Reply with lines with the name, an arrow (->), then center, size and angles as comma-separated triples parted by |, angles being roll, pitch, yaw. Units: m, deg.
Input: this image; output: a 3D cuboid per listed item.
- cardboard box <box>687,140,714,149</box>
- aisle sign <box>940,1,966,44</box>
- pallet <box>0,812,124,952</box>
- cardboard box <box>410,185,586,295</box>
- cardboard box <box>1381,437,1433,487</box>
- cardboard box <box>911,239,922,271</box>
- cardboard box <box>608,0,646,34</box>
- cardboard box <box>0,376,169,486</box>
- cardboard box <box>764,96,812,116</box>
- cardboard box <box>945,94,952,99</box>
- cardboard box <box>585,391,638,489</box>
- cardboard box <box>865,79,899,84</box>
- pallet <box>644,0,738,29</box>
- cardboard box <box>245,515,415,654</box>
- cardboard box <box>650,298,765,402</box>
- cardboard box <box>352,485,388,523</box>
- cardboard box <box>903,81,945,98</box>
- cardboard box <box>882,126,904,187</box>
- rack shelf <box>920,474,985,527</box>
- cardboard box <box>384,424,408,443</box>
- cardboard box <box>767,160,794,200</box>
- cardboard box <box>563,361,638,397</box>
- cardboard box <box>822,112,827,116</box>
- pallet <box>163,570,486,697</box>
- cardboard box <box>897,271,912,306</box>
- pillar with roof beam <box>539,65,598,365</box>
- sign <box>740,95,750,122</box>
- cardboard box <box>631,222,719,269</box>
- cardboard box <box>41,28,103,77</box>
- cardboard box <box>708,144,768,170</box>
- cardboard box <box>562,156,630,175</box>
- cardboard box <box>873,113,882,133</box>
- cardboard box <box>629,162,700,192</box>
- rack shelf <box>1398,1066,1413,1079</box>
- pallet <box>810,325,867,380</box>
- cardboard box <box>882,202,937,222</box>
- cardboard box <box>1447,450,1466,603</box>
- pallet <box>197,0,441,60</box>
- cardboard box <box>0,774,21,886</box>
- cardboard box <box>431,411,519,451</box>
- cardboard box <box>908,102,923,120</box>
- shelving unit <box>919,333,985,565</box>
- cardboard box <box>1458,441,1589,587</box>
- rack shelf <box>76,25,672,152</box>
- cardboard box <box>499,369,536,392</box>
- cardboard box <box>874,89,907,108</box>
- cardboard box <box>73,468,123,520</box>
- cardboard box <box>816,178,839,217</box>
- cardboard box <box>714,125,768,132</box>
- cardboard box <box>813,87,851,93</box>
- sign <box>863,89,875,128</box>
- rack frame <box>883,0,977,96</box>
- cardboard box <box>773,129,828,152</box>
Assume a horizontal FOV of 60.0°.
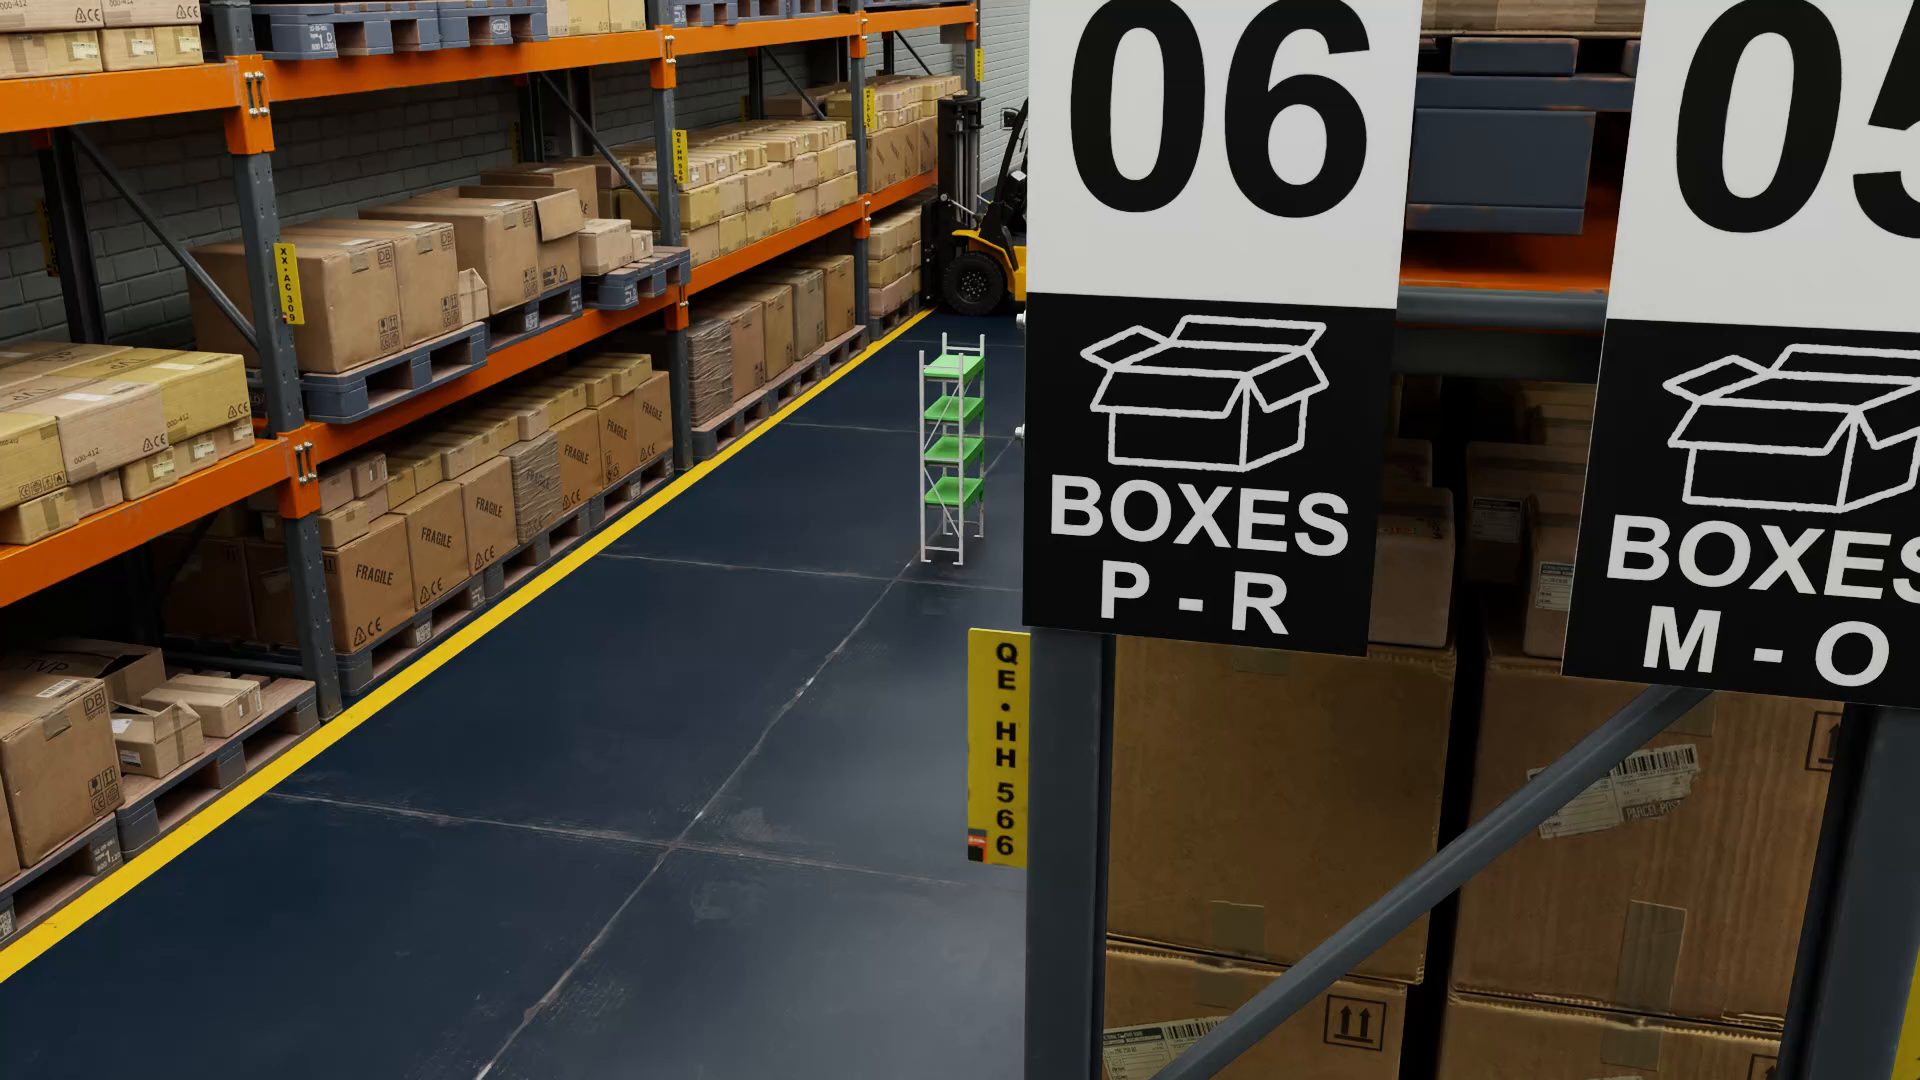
cardboard box -> -2.038, -2.878, 12.315 | 0.380, 0.149, 0.250 | 5, 20, 15
aisle sign -> -0.022, -5.658, 17.591 | 0.394, 0.787, 0.004 | 5, 19, 13
pallet -> -3.720, 1.249, 5.705 | 1.003, 0.211, 1.213 | 5, 19, 13
cardboard box -> -2.497, -1.645, 9.053 | 0.797, 0.503, 0.637 | 4, 19, 12
cardboard box -> 0.514, -0.062, 2.524 | 0.380, 0.149, 0.250 | 5, 19, 14
cardboard box -> -0.628, -2.753, 15.938 | 0.500, 0.250, 0.500 | 4, 19, 13
cardboard box -> -2.168, -3.092, 9.690 | 0.500, 0.250, 0.500 | 4, 19, 12
cardboard box -> -3.251, -0.402, 5.997 | 0.500, 0.250, 0.500 | 5, 19, 14
cardboard box -> -1.515, -3.796, 14.542 | 0.380, 0.149, 0.250 | 5, 19, 14
cardboard box -> -0.292, -4.495, 17.050 | 0.380, 0.149, 0.250 | 5, 19, 14
cardboard box -> -2.305, -0.634, 10.119 | 0.500, 0.500, 0.500 | 4, 19, 13
cardboard box -> -0.835, -4.598, 16.890 | 0.380, 0.149, 0.250 | 5, 19, 14
pallet -> -2.199, -3.473, 10.867 | 1.213, 0.211, 1.003 | 6, 20, 16
cardboard box -> -2.919, 0.181, 7.735 | 0.500, 0.500, 0.500 | 6, 20, 16
cardboard box -> -1.960, -1.398, 12.164 | 0.875, 0.625, 0.625 | 5, 20, 15
cardboard box -> -2.917, -0.177, 7.778 | 0.380, 0.149, 0.250 | 4, 19, 12
cardboard box -> -0.363, -4.470, 16.517 | 0.380, 0.149, 0.250 | 5, 20, 15
cardboard box -> -0.828, -3.507, 15.161 | 0.500, 0.500, 0.500 | 5, 19, 14
rack shelf -> -0.040, -0.228, 9.440 | 0.258, 0.148, 0.480 | 5, 19, 13
cardboard box -> -3.170, -0.540, 8.841 | 0.380, 0.149, 0.250 | 5, 19, 14
cardboard box -> -1.563, -2.690, 12.382 | 0.500, 0.250, 0.500 | 5, 19, 14
cardboard box -> -2.189, -0.983, 10.140 | 0.380, 0.149, 0.250 | 4, 19, 11
cardboard box -> -1.371, -3.816, 15.060 | 0.380, 0.149, 0.250 | 5, 20, 15
pallet -> -3.093, 0.392, 8.213 | 1.003, 0.211, 1.213 | 5, 19, 13
cardboard box -> -0.752, -2.360, 15.562 | 0.500, 0.250, 0.500 | 4, 19, 12
pillar with roof beam -> 1.341, -4.902, 10.118 | 9.100, 9.000, 0.400 | 5, 19, 13
sign -> -1.839, -3.668, 14.323 | 0.100, 0.325, 0.005 | 5, 19, 13
cardboard box -> -1.932, -1.972, 11.053 | 0.500, 0.250, 0.500 | 5, 19, 14
cardboard box -> -3.193, -1.674, 5.696 | 0.380, 0.149, 0.250 | 5, 20, 15
cardboard box -> -1.609, -2.760, 11.968 | 0.380, 0.149, 0.250 | 5, 20, 15
cardboard box -> -2.439, -2.486, 11.168 | 0.380, 0.149, 0.250 | 5, 20, 15
cardboard box -> -0.906, -3.692, 14.697 | 0.380, 0.149, 0.250 | 5, 20, 15
cardboard box -> -1.914, -2.354, 10.781 | 0.380, 0.149, 0.250 | 5, 20, 15
rack shelf -> 1.071, 0.689, 4.144 | 1.077, 0.370, 4.000 | 5, 19, 13
pallet -> -1.443, -1.624, 14.114 | 1.003, 0.211, 1.213 | 5, 19, 13
cardboard box -> -0.497, -3.155, 16.341 | 0.500, 0.250, 0.500 | 4, 19, 12
cardboard box -> 1.095, 0.164, 2.865 | 0.500, 0.500, 0.500 | 4, 19, 12
pallet -> -3.028, -2.199, 7.135 | 1.213, 0.211, 1.003 | 5, 19, 13
cardboard box -> -3.518, 0.961, 5.450 | 0.500, 0.500, 0.500 | 5, 19, 14
cardboard box -> -2.613, -0.585, 8.973 | 0.380, 0.149, 0.250 | 5, 19, 14
cardboard box -> -0.570, -4.094, 15.873 | 0.380, 0.149, 0.250 | 4, 19, 12
shelving unit -> -0.040, -0.516, 9.342 | 0.258, 1.200, 0.503 | 5, 19, 13
cardboard box -> 0.932, -0.030, 2.429 | 0.380, 0.149, 0.250 | 5, 20, 15
rack shelf -> -2.766, -2.376, 8.474 | 1.077, 0.370, 4.000 | 5, 19, 13
cardboard box -> -2.781, -0.942, 10.018 | 0.380, 0.149, 0.250 | 5, 19, 14
cardboard box -> -0.705, -4.074, 15.357 | 0.380, 0.149, 0.250 | 4, 19, 13
cardboard box -> -3.261, -0.184, 5.974 | 0.380, 0.149, 0.250 | 5, 20, 15
cardboard box -> -1.287, -2.769, 13.387 | 0.500, 0.250, 0.500 | 5, 19, 13
cardboard box -> -1.772, -3.280, 13.491 | 0.380, 0.149, 0.250 | 5, 19, 13
cardboard box -> -1.171, -4.195, 15.710 | 0.380, 0.149, 0.250 | 4, 19, 13
sign -> -0.772, -3.648, 14.058 | 0.100, 0.325, 0.005 | 5, 19, 13
rack frame -> -0.323, -4.431, 18.019 | 1.000, 3.000, 0.127 | 5, 19, 13
cardboard box -> -1.261, -3.159, 13.137 | 0.380, 0.149, 0.250 | 4, 19, 12
